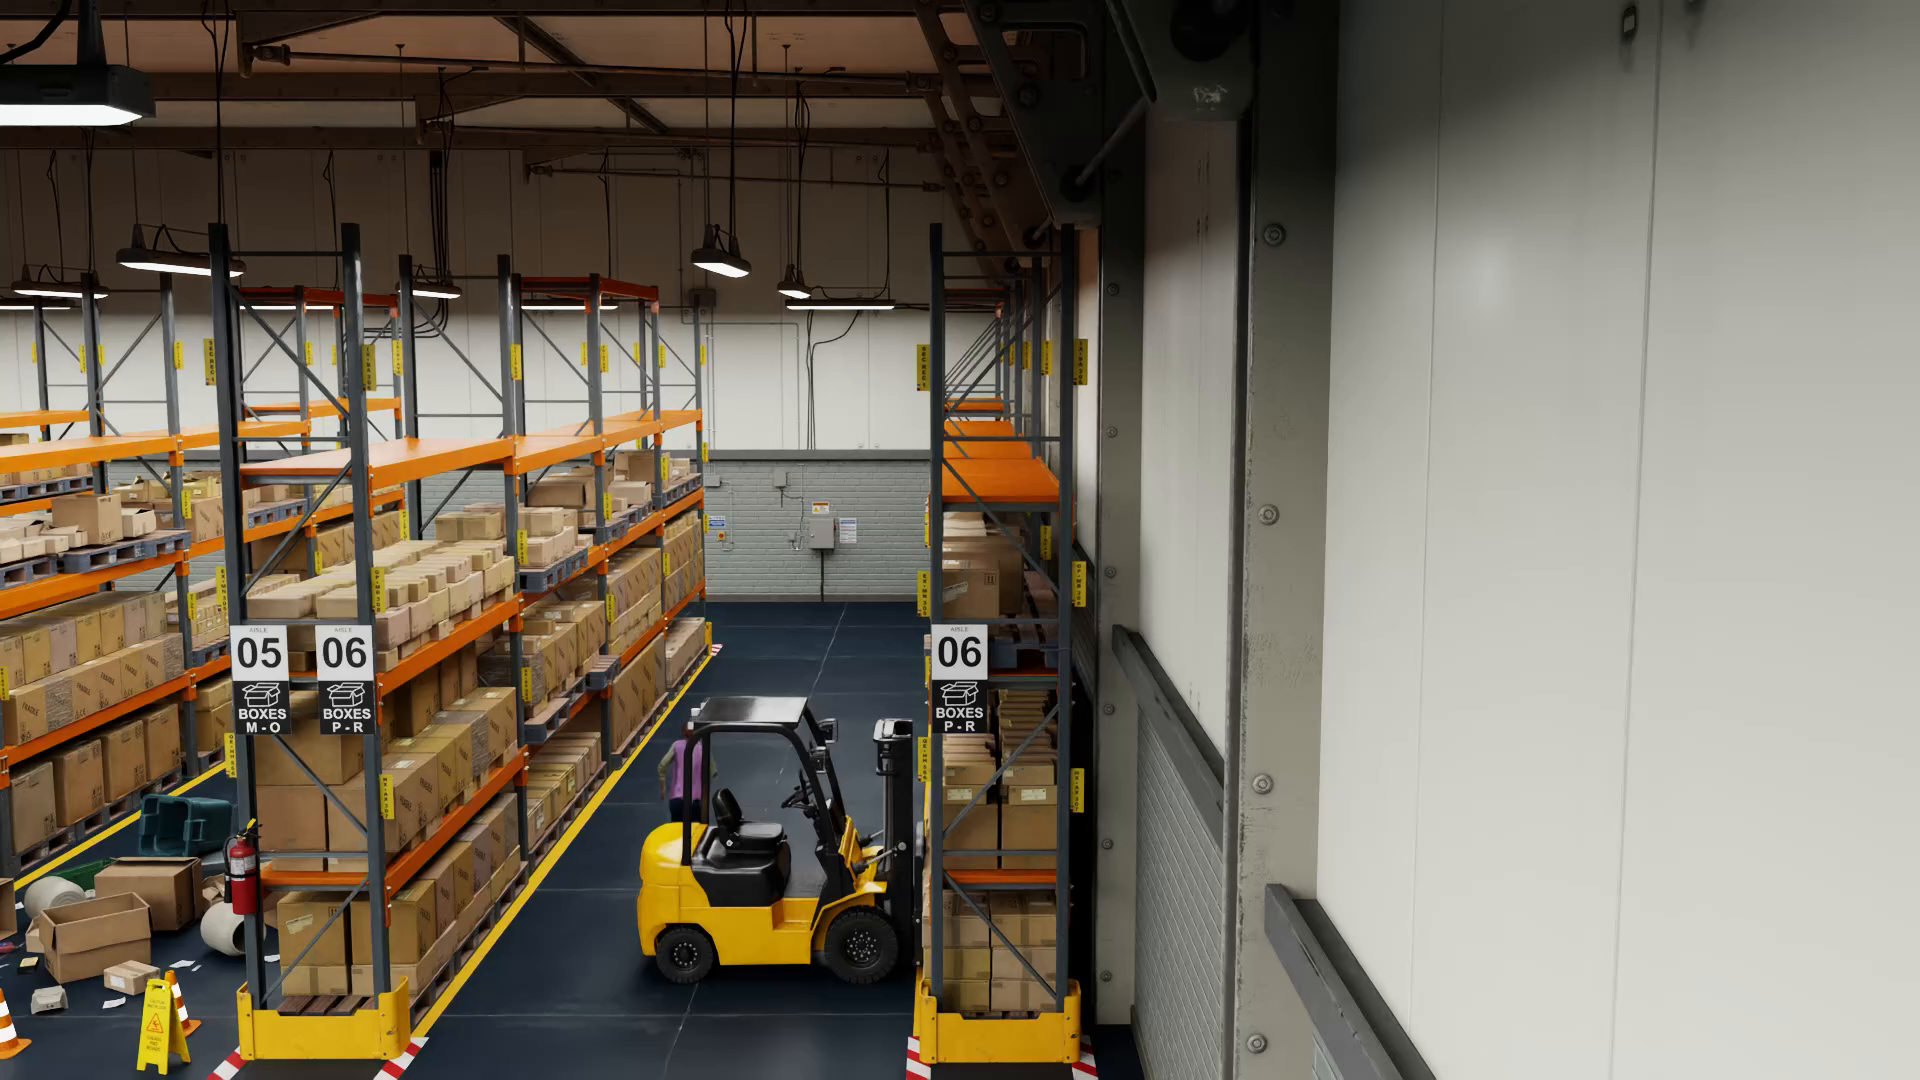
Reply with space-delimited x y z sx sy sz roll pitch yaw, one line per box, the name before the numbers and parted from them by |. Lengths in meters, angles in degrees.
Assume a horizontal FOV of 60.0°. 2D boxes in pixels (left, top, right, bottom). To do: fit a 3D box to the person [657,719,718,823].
person | -2.631 2.421 16.101 0.553 1.384 0.743 0 7 2
